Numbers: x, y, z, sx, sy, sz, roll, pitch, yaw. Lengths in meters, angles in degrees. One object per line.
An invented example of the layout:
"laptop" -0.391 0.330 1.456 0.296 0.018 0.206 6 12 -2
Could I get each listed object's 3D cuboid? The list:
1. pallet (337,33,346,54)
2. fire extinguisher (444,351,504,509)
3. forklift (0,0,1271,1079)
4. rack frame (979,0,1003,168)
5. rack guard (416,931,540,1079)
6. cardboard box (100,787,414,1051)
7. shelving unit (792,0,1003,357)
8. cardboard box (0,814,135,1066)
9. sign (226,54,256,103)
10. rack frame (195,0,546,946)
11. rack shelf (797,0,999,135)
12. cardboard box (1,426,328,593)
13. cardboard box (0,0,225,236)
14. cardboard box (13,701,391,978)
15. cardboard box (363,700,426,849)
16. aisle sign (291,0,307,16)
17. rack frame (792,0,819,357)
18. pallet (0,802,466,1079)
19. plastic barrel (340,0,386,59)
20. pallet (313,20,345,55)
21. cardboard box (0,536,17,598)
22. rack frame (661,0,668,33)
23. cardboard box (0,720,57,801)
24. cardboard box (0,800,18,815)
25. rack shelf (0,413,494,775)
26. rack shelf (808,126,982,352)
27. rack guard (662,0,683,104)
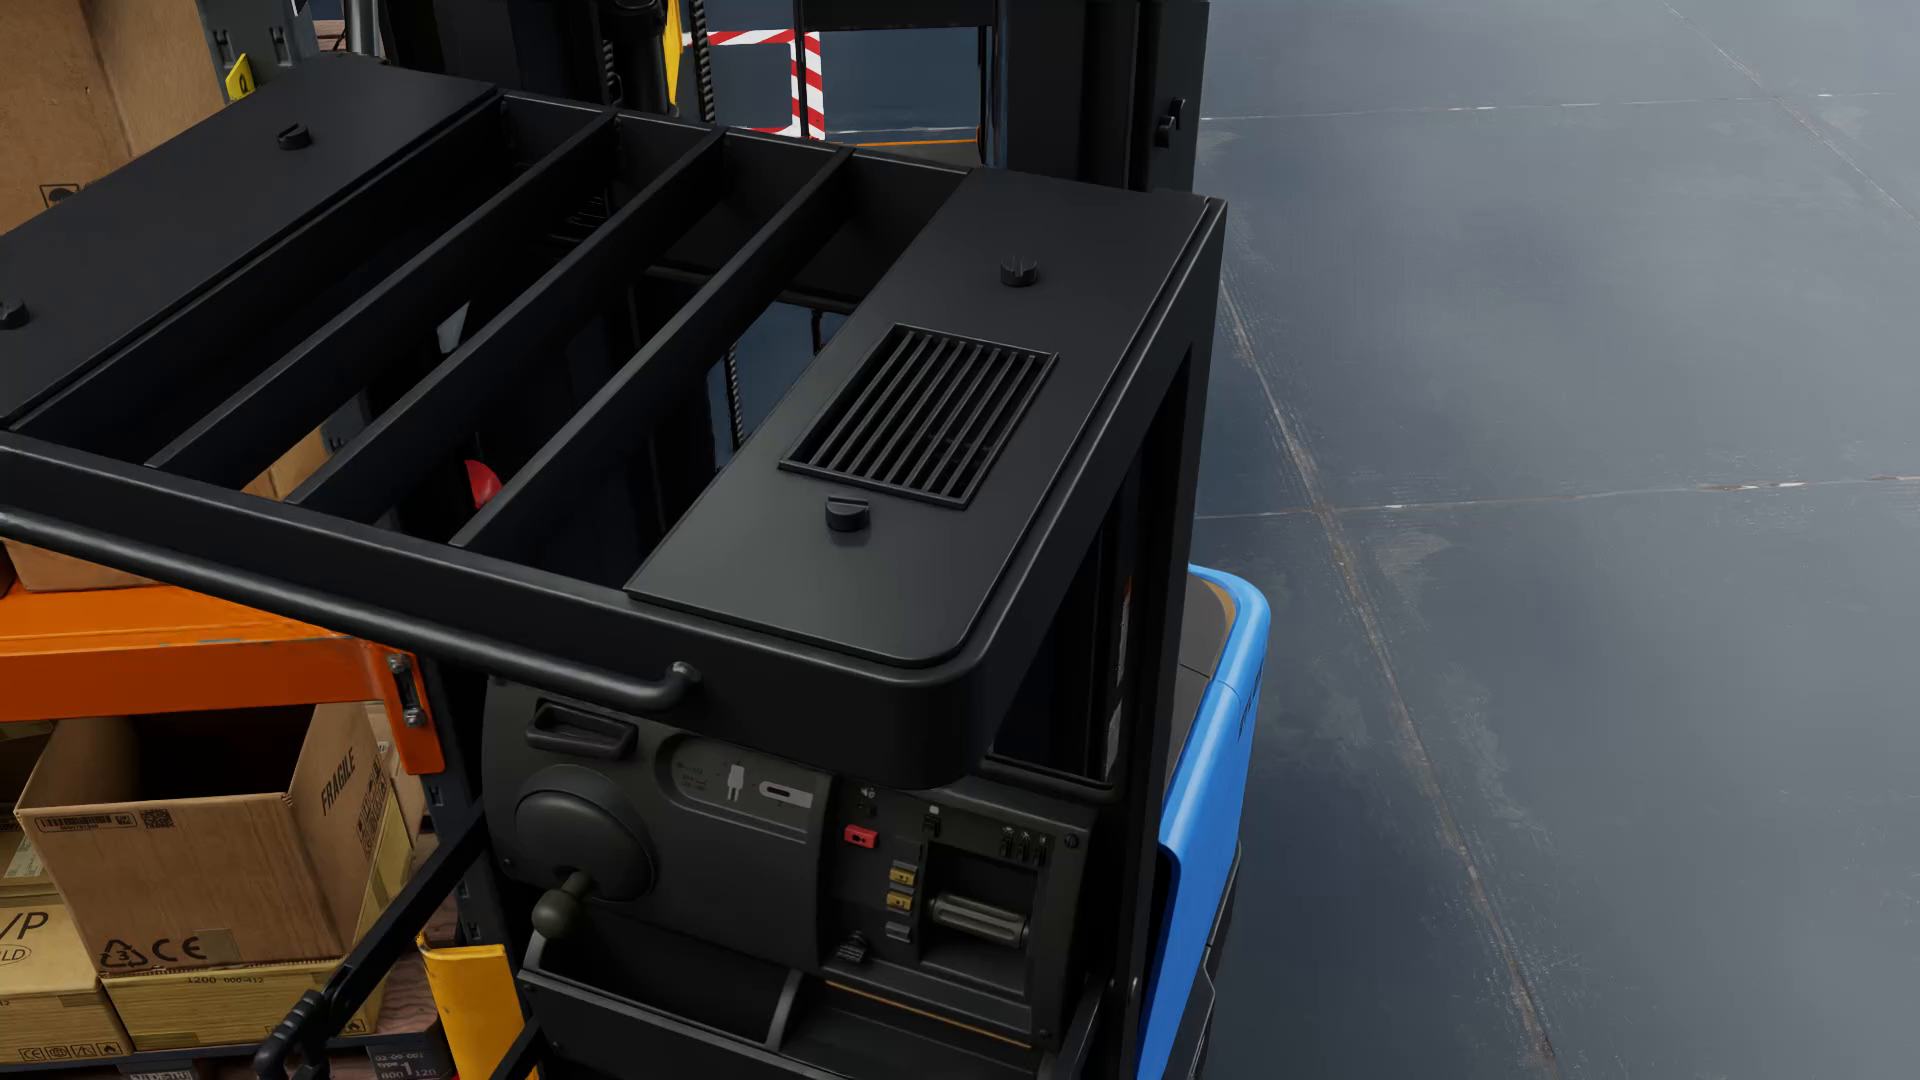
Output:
"pallet" -2.332 -2.190 7.856 1.213 0.211 1.003 -3 38 -4
"fire extinguisher" -0.857 0.007 2.882 0.183 0.674 0.296 -3 38 -4
"forklift" -0.346 0.523 2.221 1.130 2.935 3.031 13 40 16
"rack frame" 0.078 -0.829 4.605 0.015 2.100 0.400 -3 38 -4
"rack guard" -0.992 0.677 3.989 0.348 0.500 1.175 -3 38 -4
"cardboard box" -1.524 0.823 3.666 0.500 0.250 0.500 -3 38 -4
"shelving unit" -0.165 -0.815 4.588 0.503 2.100 0.431 -3 38 -4
"cardboard box" -2.021 0.858 3.622 0.500 0.250 0.500 -3 38 -4
"sign" -0.981 -0.515 2.355 0.005 0.325 0.100 -3 38 -4
"rack frame" -1.016 -0.303 3.213 0.127 3.000 1.000 -3 38 -4
"rack shelf" -0.165 -1.354 4.163 0.480 0.518 0.431 -3 38 -4
"cardboard box" -1.482 -0.325 3.159 0.500 0.500 0.700 -3 38 -4
"cardboard box" -1.534 -0.831 2.754 0.500 0.500 0.700 -3 38 -4
"cardboard box" -1.523 0.530 3.432 0.500 0.500 0.500 -3 38 -4
"cardboard box" -1.569 0.504 4.071 0.500 0.250 0.500 -3 38 -4
"aisle sign" -0.924 -1.146 2.182 0.004 0.787 0.394 -3 38 -4
"rack frame" -0.408 -0.802 4.571 0.015 2.100 0.400 -3 38 -4
"pallet" -1.774 0.859 3.991 1.213 0.211 1.003 -3 38 -4
"plastic barrel" -2.599 -2.437 7.587 0.421 0.512 0.421 0 38 0
"pallet" -3.544 -2.125 7.773 1.213 0.211 1.003 -3 38 -4
"cardboard box" -2.004 -0.293 3.119 0.500 0.500 0.700 -2 38 -3
"rack frame" -1.451 -3.360 7.086 0.127 3.000 1.000 -3 38 -4
"cardboard box" -2.067 0.238 3.802 0.500 0.500 0.500 -3 38 -4
"cardboard box" -2.067 0.533 4.033 0.500 0.250 0.500 -3 38 -4
"rack shelf" -3.008 0.089 3.297 4.000 0.370 1.077 -3 38 -4
"rack shelf" -0.165 -0.805 4.597 0.480 0.518 0.431 -3 38 -4
"rack guard" -1.522 -2.345 7.819 0.348 0.500 1.175 -3 38 -4
